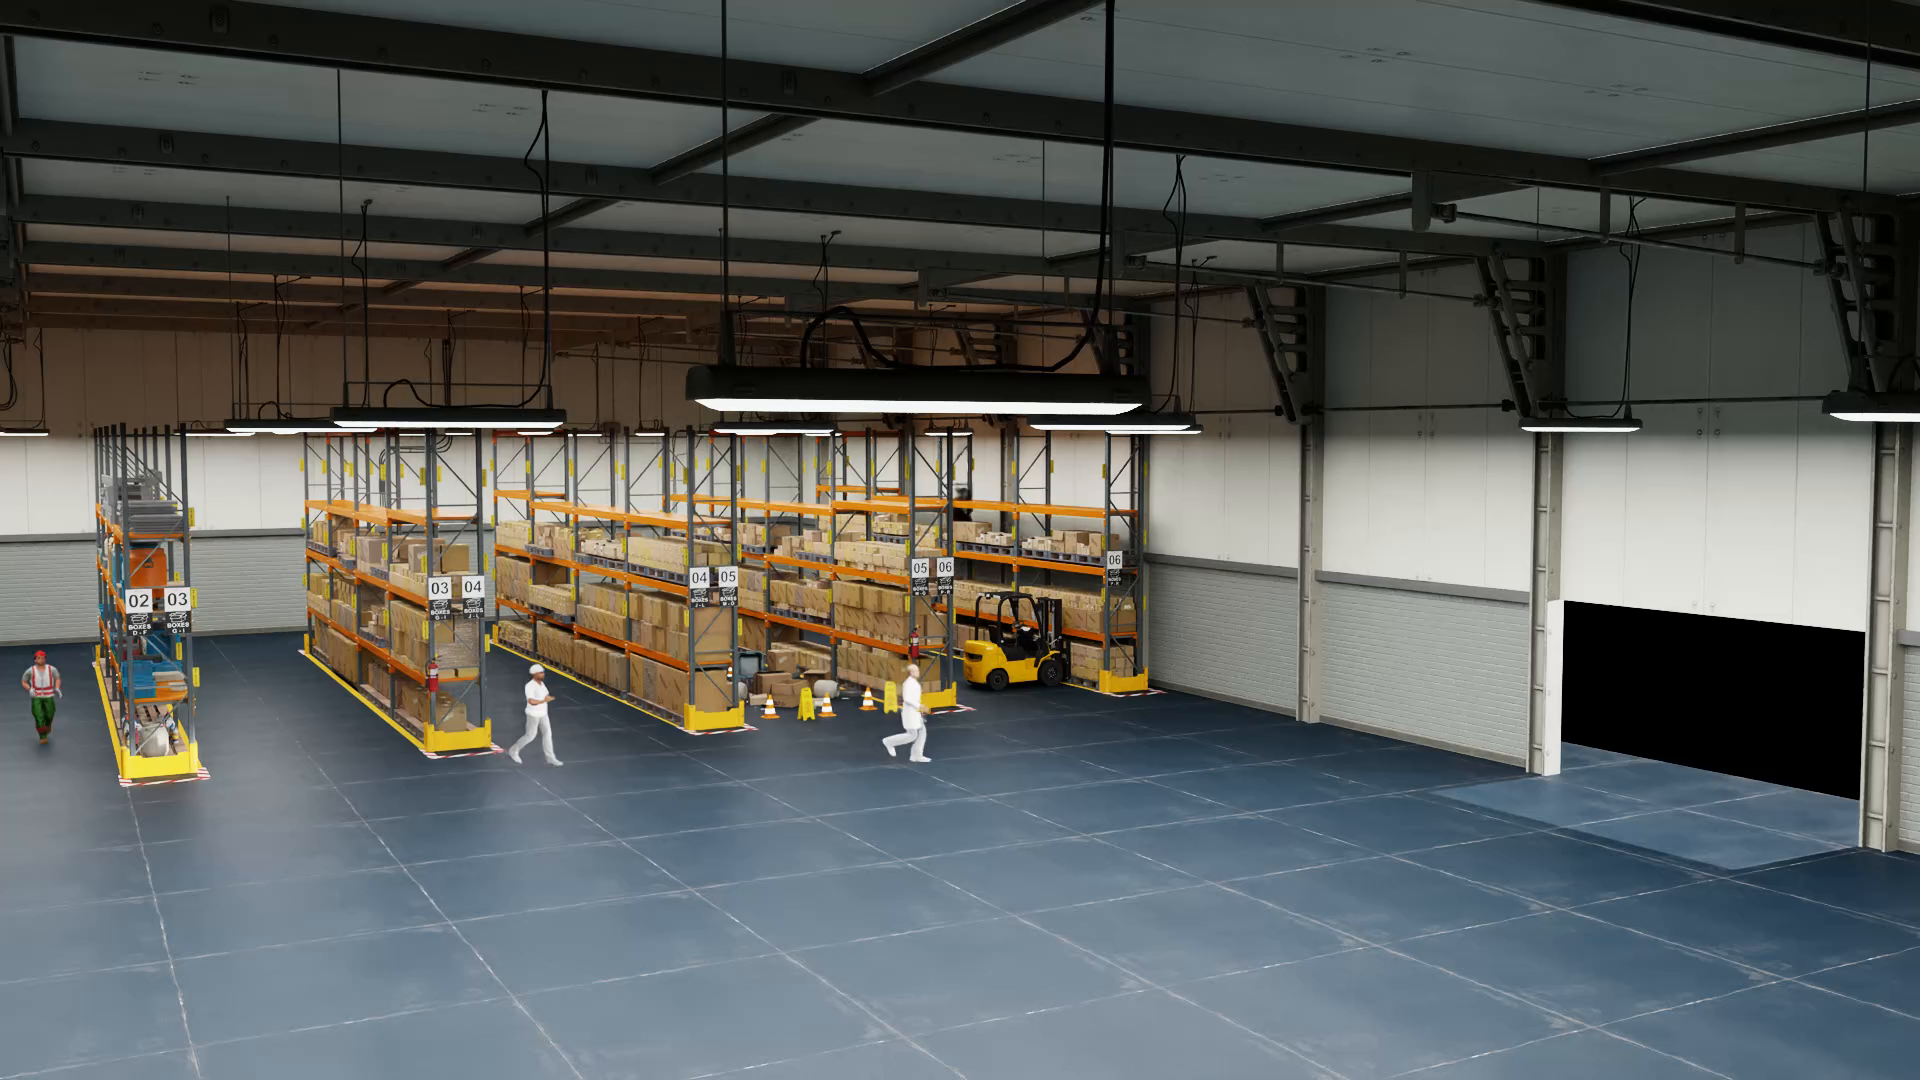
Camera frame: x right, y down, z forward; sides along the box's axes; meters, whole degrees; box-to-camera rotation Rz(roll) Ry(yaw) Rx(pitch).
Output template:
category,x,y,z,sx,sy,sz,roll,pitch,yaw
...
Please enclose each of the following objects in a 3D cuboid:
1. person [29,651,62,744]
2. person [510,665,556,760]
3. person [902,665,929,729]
category,x,y,z,sx,sy,sz,roll,pitch,yaw
person,-17.260,2.958,31.375,0.536,1.741,0.566,-2,4,-34
person,-7.439,3.006,29.019,0.868,1.678,0.695,1,4,12
person,-0.771,2.767,29.429,0.506,1.132,0.698,0,3,5
